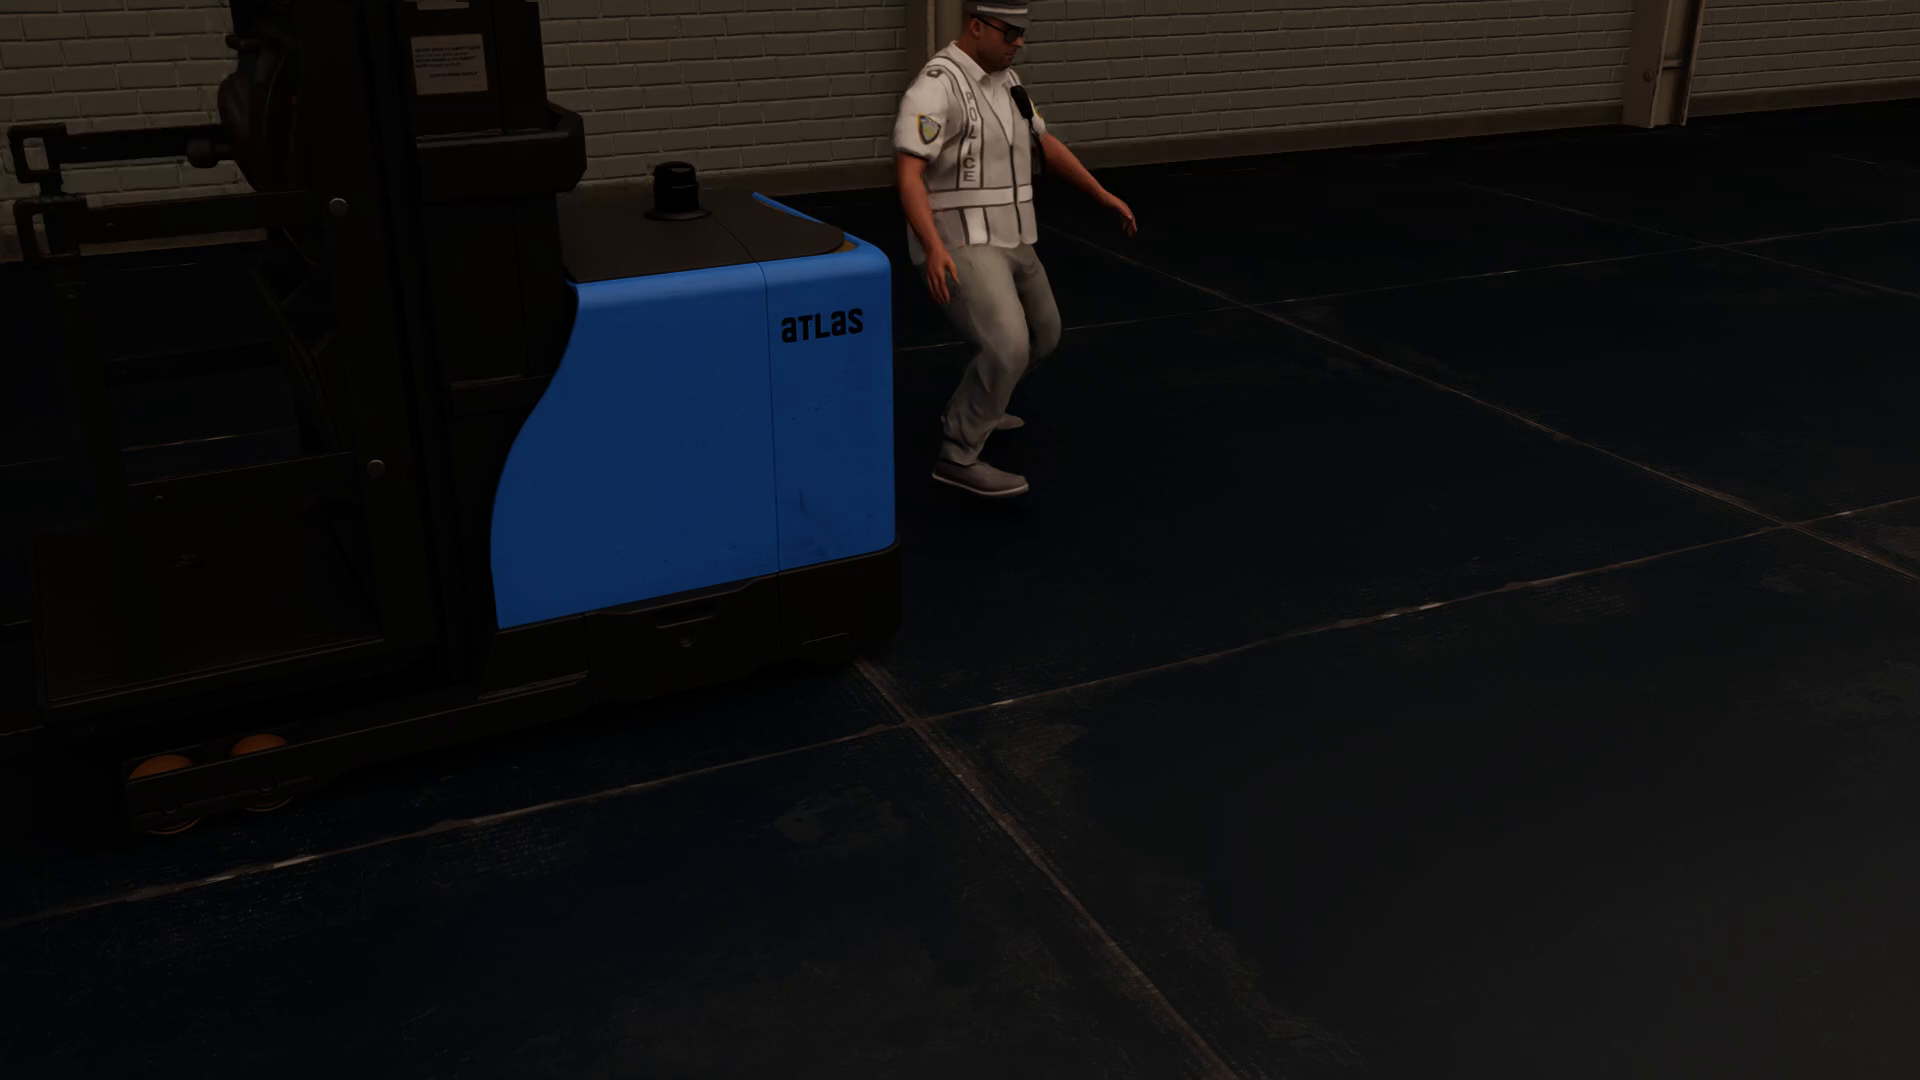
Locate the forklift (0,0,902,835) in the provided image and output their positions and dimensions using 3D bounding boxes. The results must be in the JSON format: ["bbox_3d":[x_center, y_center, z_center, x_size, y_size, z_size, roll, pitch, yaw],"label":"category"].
[{"bbox_3d":[-1.696,-0.951,3.575,3.031,2.935,1.130,-12,25,-26],"label":"forklift"}]

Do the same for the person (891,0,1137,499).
[{"bbox_3d":[0.120,-0.995,5.466,0.722,1.627,0.972,15,27,32],"label":"person"}]
